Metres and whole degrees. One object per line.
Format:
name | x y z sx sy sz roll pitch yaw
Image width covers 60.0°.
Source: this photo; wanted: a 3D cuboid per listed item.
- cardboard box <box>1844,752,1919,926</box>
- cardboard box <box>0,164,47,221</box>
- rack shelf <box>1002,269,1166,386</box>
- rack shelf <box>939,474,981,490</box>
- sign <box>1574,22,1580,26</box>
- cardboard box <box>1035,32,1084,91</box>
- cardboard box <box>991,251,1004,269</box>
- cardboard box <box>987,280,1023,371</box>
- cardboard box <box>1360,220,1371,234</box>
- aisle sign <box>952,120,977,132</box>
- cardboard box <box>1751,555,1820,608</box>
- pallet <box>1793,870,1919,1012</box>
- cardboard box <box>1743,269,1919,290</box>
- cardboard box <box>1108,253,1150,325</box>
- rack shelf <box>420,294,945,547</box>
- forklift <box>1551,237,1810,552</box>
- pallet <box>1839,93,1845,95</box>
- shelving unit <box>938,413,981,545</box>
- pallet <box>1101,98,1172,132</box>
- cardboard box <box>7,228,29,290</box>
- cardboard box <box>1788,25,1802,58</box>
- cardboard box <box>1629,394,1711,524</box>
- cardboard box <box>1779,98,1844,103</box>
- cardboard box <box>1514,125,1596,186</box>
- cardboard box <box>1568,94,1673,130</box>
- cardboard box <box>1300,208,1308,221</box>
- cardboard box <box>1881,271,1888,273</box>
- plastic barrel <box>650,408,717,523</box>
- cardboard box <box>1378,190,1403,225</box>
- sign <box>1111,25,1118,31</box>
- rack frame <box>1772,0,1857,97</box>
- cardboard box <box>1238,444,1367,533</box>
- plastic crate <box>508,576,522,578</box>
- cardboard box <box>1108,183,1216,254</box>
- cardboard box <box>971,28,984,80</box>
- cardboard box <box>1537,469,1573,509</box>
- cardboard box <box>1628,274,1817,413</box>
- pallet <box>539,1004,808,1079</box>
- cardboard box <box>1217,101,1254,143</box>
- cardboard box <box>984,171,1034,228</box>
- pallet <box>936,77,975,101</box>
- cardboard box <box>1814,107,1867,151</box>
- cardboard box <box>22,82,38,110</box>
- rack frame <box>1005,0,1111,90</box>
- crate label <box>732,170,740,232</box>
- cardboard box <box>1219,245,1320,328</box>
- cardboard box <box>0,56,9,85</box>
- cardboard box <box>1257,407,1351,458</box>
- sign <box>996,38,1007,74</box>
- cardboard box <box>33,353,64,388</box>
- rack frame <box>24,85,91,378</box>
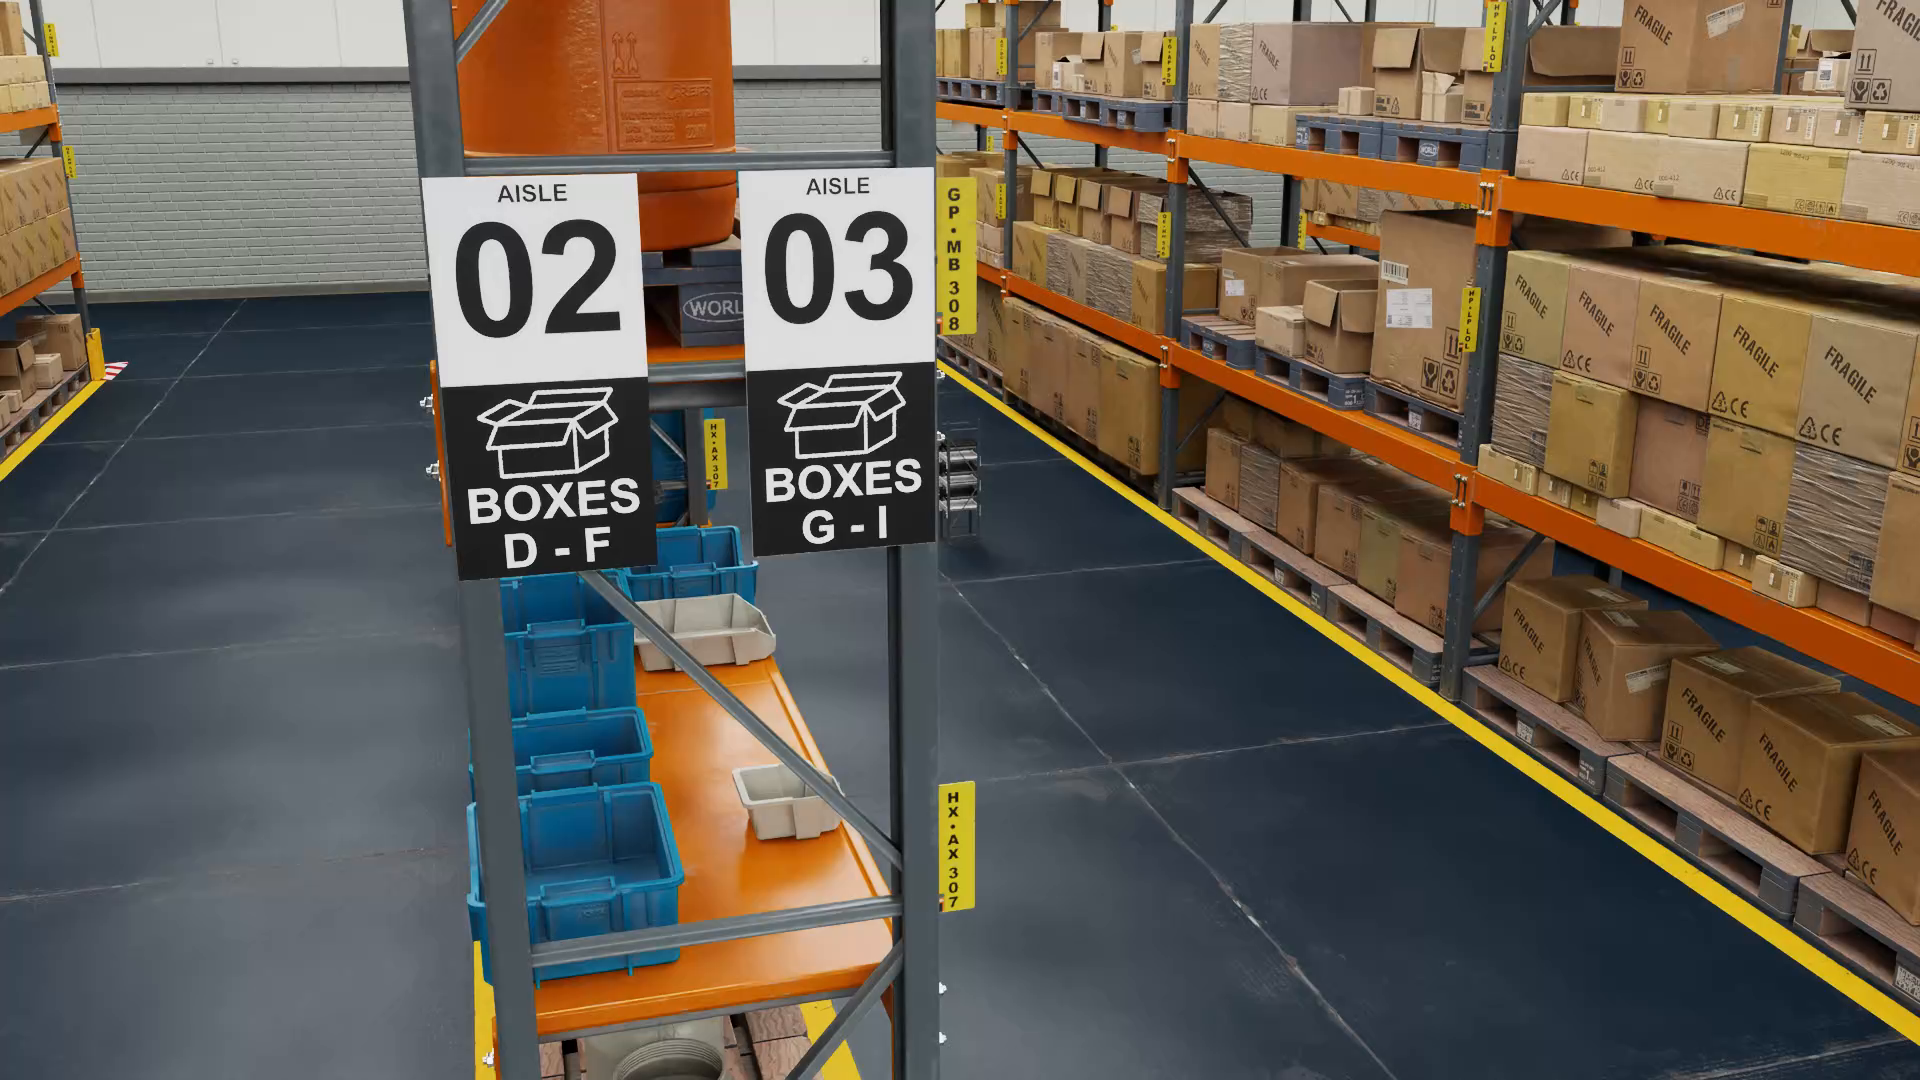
cardboard box | 3.865 1.159 6.495 0.500 0.500 0.500 0 17 -1
cardboard box | -9.032 -3.287 15.767 0.500 0.500 0.500 -4 17 -14
rack shelf | 1.470 -1.922 14.387 1.077 0.370 4.000 -5 17 -15
rack shelf | -0.002 -0.401 11.840 0.258 0.077 0.200 -5 17 -15
sign | 6.250 -5.102 16.924 0.100 0.325 0.005 -5 17 -15
cardboard box | 1.089 -4.346 15.087 0.700 0.500 0.500 -4 17 -14
cardboard box | 0.522 -2.758 16.356 0.380 0.149 0.250 -5 17 -15
cardboard box | 0.816 -2.192 16.999 0.875 0.875 0.875 -5 17 -15
cardboard box | 4.869 -3.627 19.249 0.380 0.149 0.250 -4 17 -13
aisle sign | 0.090 -5.215 19.579 0.394 0.787 0.004 -5 17 -15
cardboard box | 3.428 0.151 6.673 0.380 0.149 0.250 -5 17 -15
pallet | 4.008 1.587 6.303 1.003 0.211 1.213 -5 17 -15
cardboard box | 3.782 -0.897 7.294 0.500 0.500 0.500 -5 17 -15
cardboard box | 1.514 -2.016 13.277 0.500 0.500 0.500 -5 17 -16
rack shelf | -1.094 -0.754 5.285 1.077 0.370 4.000 -5 17 -15
forklift | 4.834 -1.340 11.318 1.130 2.935 3.031 -5 17 -15
pallet | 10.234 -5.224 19.071 1.003 0.211 1.213 -5 17 -15
shelving unit | -0.002 -0.433 11.830 0.258 0.900 0.210 -5 17 -15
pallet | 1.792 -3.233 12.616 1.213 0.211 1.003 -4 17 -13
cardboard box | -8.763 -2.528 14.980 0.500 0.500 0.500 -5 17 -16
cardboard box | 6.828 -4.205 14.018 0.396 0.266 0.258 -5 17 -15
cardboard box | 3.521 -0.396 7.367 0.875 0.500 0.500 -5 17 -15
cardboard box | 3.724 -1.800 7.085 0.380 0.149 0.250 -4 17 -13
cardboard box | 2.996 -1.827 7.866 0.500 0.250 0.500 -5 18 -17
cardboard box | 3.050 -1.980 7.683 0.380 0.149 0.250 -6 18 -18
cardboard box | 4.392 -4.054 20.672 0.380 0.149 0.250 -5 17 -16
cardboard box | 7.213 -2.198 12.142 0.700 0.500 0.500 -5 17 -16
plastic barrel | -1.458 -0.586 7.818 0.600 0.901 0.708 -5 17 -15
cardboard box | 5.035 -3.767 18.588 0.500 0.500 0.500 -5 17 -16
sign | 1.439 -4.700 15.725 0.100 0.325 0.005 -5 17 -15
rack frame | 6.816 -4.951 12.791 1.000 3.000 0.127 -5 17 -15
cardboard box | 2.388 -0.391 11.619 0.700 0.500 0.500 -6 18 -20
plastic crate | -1.542 0.284 6.161 0.450 0.188 0.662 -5 17 -15
cardboard box | 1.658 -2.626 13.561 0.797 0.503 0.637 -4 17 -14
cardboard box | 0.504 -4.914 16.805 0.700 0.500 0.500 -4 17 -12
cardboard box | 3.040 -0.266 8.060 0.380 0.149 0.250 -5 17 -15
cardboard box | 3.274 -0.855 7.155 0.500 0.500 0.500 -5 17 -15
pallet | -1.160 1.647 6.101 1.003 0.211 1.213 -5 17 -15
cardboard box | 2.045 -2.786 11.059 0.500 0.250 0.500 -4 17 -14
cardboard box | 0.537 -3.355 16.349 0.500 0.500 0.500 -4 17 -14
pallet | 0.374 -4.778 17.584 1.003 0.211 1.213 -5 17 -15
cardboard box | 3.461 -1.548 6.245 0.380 0.149 0.250 -6 18 -18
cardboard box | -9.183 -4.248 15.927 0.500 0.250 0.500 -5 17 -15
rack frame | 0.920 -5.693 15.262 1.000 3.000 0.127 -5 17 -15
crate label | -0.741 -1.018 5.171 0.502 0.251 0.408 -5 17 -15
cardboard box | 2.206 -1.816 11.880 0.500 0.500 0.500 -7 18 -22
cardboard box | -8.903 -4.211 14.936 0.500 0.250 0.500 -5 17 -15
cardboard box | 2.388 -0.757 11.535 0.500 0.250 0.500 -3 17 -9
sign | 0.387 -4.497 15.460 0.100 0.325 0.005 -5 17 -15
cardboard box | -9.086 -1.642 16.218 0.500 0.250 0.500 -5 17 -15
rack frame | -9.705 -3.144 17.204 1.000 3.000 0.127 -5 17 -15
